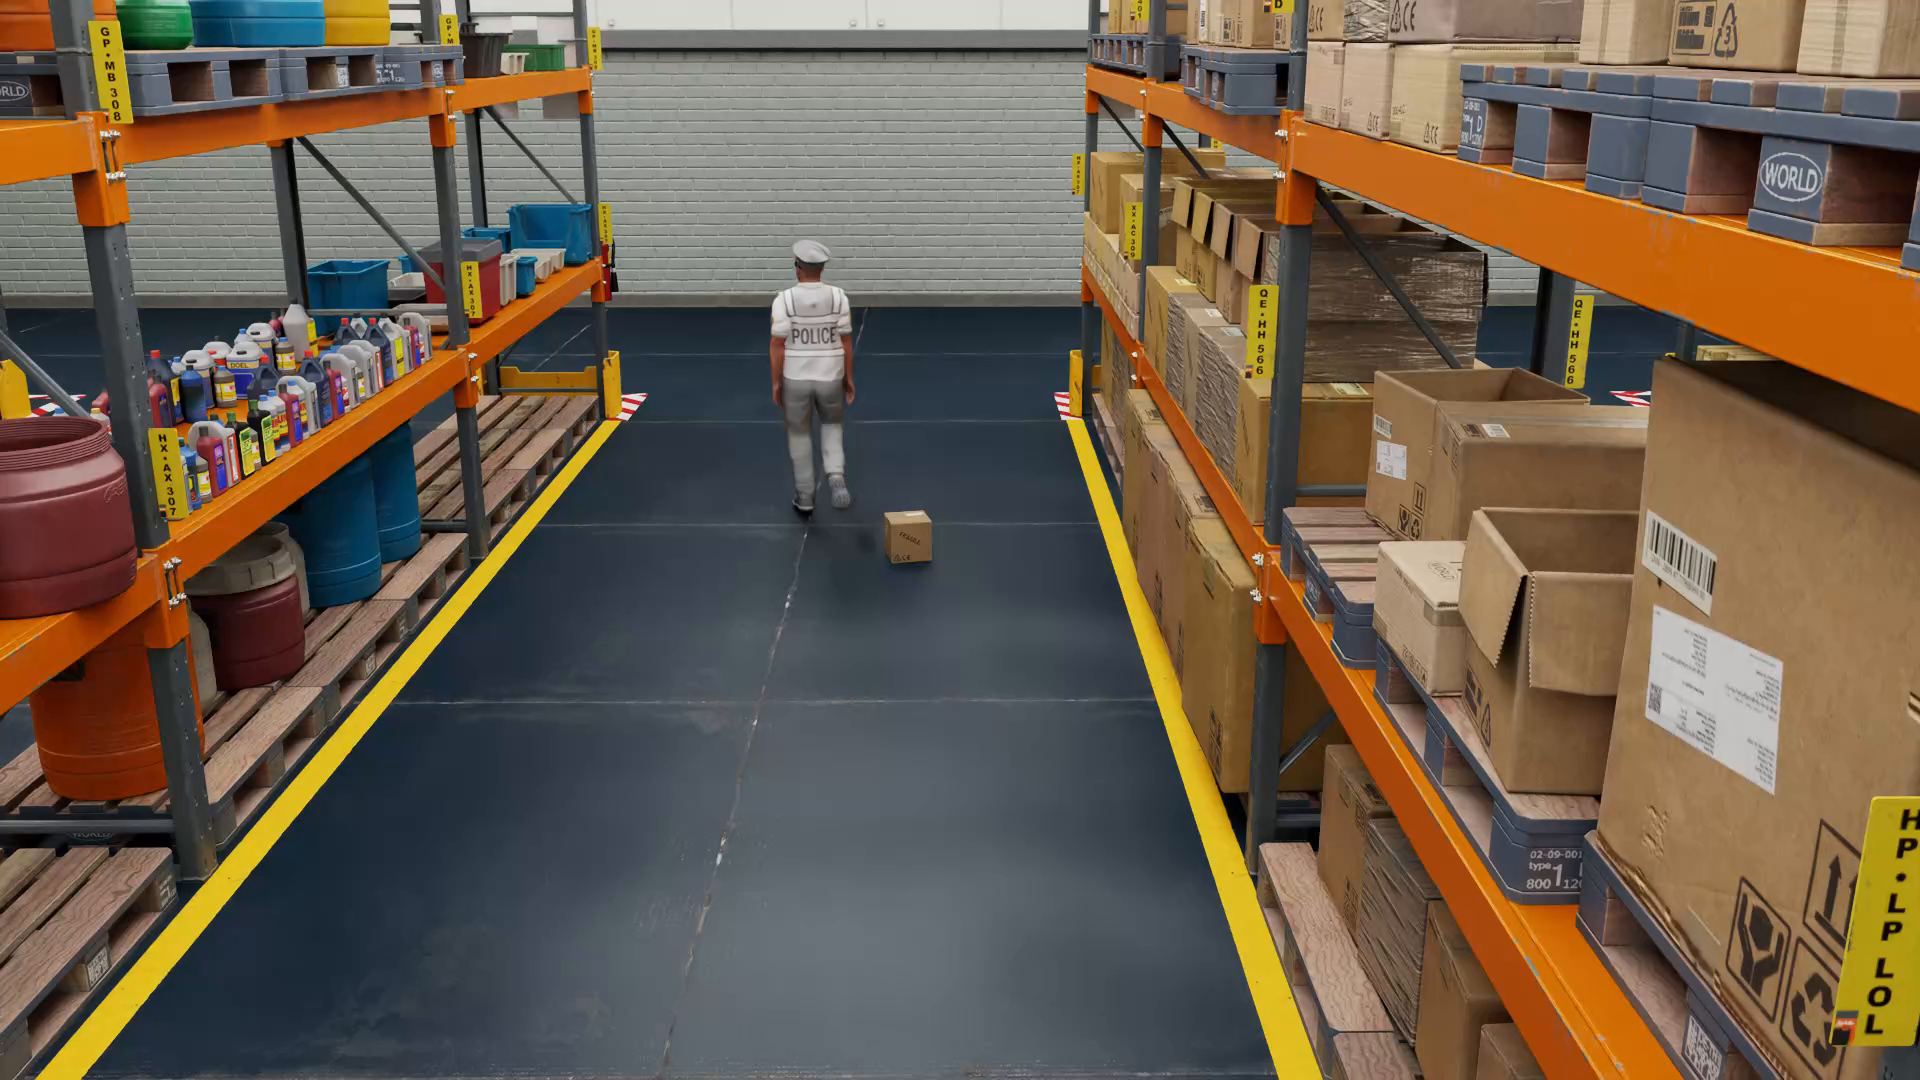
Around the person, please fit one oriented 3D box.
[{"bbox_3d":[-0.972,-1.067,10.897,0.555,1.782,0.484,-5,18,-15],"label":"person"}]
